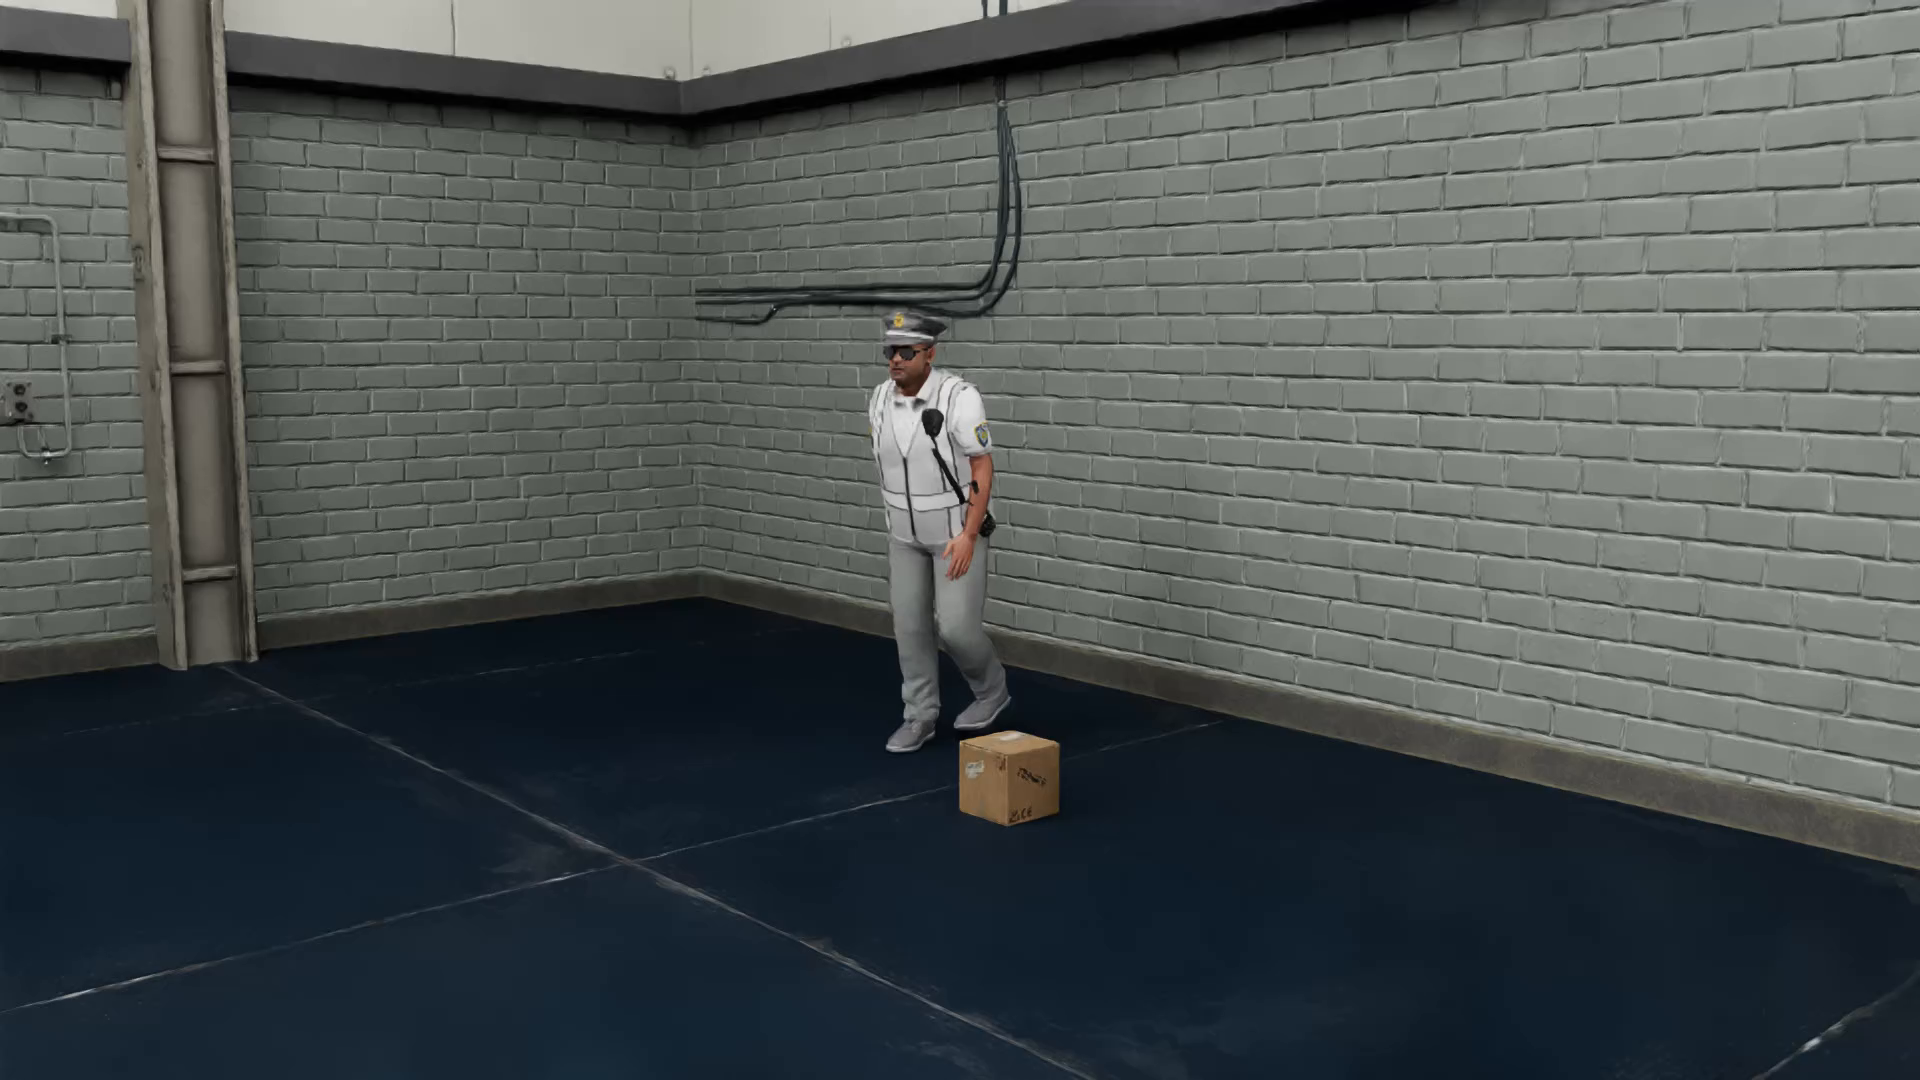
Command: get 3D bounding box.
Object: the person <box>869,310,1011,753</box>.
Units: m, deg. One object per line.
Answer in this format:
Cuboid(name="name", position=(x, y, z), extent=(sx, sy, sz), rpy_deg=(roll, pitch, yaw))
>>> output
Cuboid(name="person", position=(-0.087, -0.027, 6.537), extent=(0.539, 1.733, 0.644), rpy_deg=(4, 8, 28))
